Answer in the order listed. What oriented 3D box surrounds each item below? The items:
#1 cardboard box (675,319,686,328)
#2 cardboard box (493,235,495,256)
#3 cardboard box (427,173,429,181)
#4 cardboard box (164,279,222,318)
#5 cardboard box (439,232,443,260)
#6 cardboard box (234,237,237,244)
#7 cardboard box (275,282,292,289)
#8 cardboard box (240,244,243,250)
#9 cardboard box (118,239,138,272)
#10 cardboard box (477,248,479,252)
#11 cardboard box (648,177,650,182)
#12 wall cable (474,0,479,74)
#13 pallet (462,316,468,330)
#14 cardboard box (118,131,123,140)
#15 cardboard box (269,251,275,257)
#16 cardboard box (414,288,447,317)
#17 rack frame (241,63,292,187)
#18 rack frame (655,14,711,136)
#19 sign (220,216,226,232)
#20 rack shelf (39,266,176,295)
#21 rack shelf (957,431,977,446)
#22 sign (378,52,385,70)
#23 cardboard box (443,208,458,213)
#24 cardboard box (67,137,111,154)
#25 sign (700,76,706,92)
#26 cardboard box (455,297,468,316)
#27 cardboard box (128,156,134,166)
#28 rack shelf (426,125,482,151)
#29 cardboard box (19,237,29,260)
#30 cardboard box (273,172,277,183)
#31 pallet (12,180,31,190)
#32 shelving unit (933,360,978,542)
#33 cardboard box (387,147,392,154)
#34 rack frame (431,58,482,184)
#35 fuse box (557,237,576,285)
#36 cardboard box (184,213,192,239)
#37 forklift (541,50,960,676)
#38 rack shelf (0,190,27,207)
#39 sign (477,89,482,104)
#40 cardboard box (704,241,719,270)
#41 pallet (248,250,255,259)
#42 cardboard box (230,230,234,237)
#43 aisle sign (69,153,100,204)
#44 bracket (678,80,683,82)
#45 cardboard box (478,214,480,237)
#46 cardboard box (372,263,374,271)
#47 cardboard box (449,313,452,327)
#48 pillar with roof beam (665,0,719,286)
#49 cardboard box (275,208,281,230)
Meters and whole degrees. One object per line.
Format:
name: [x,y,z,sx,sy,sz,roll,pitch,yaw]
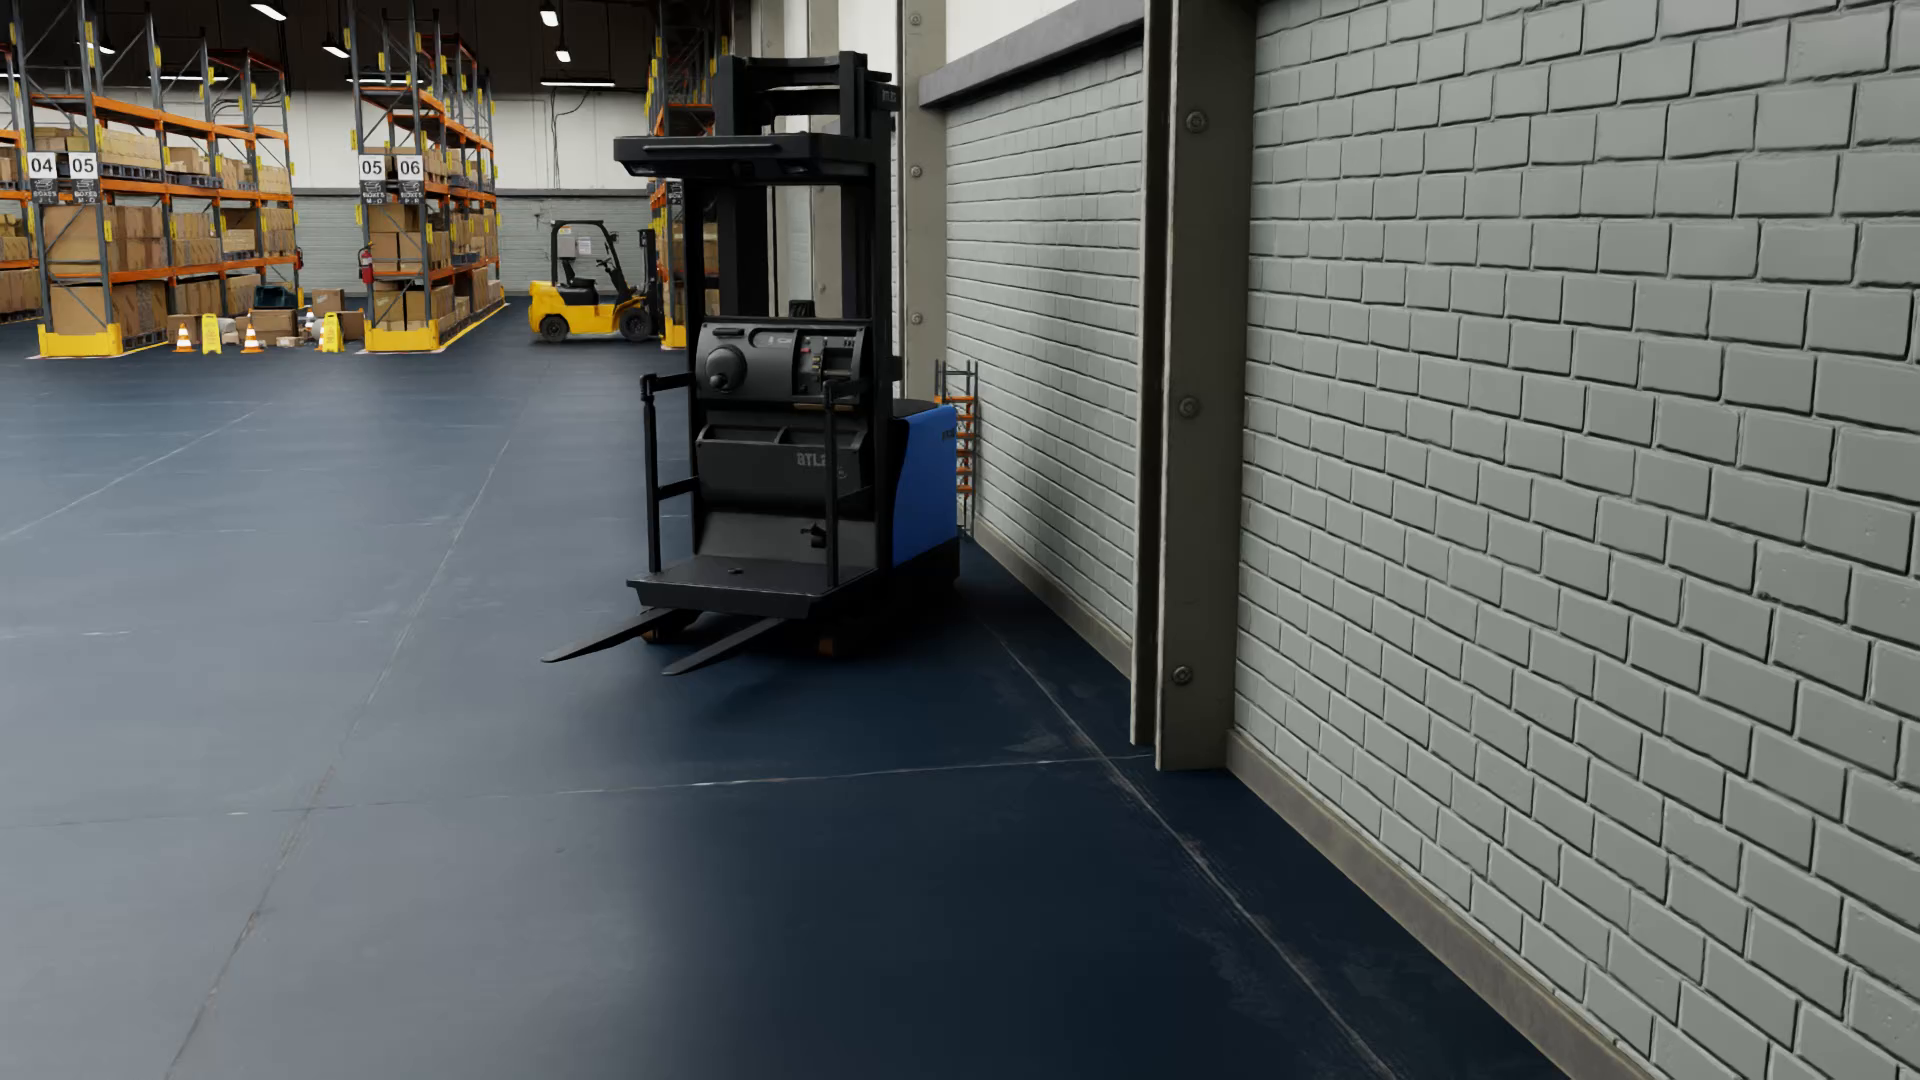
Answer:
cardboard box: [-4.929,-3.787,29.302,0.500,0.250,0.500,-2,11,-11]
cardboard box: [-11.962,-7.394,41.753,0.500,0.500,0.500,-2,11,-9]
cardboard box: [-9.427,-6.286,28.851,0.380,0.149,0.250,-2,11,-13]
cardboard box: [-15.758,-4.931,33.972,1.050,0.750,0.750,-2,11,-12]
cardboard box: [-9.527,-5.249,29.690,0.500,0.500,0.500,-2,11,-12]
cardboard box: [-15.937,-6.505,36.106,0.380,0.149,0.250,-2,11,-12]
cardboard box: [-16.825,-6.331,41.346,0.380,0.149,0.250,-2,11,-12]
cardboard box: [-16.038,-6.456,36.644,0.380,0.149,0.250,-2,11,-9]
cardboard box: [-14.463,-4.825,28.121,0.875,0.550,0.550,-2,11,-11]
cardboard box: [-11.113,-6.448,37.455,0.500,0.250,0.500,-2,11,-11]
cardboard box: [-7.178,-8.545,39.329,0.380,0.149,0.250,-2,11,-10]
wall cable: [-14.918,-14.793,47.204,2.355,3.000,0.029,-2,11,-11]
pallet: [-10.568,-4.406,33.783,1.003,0.211,1.213,-2,11,-11]
cardboard box: [-14.182,-6.734,27.679,0.380,0.149,0.250,-2,11,-12]
cardboard box: [-16.559,-6.809,39.619,0.380,0.149,0.250,-2,11,-10]
cardboard box: [-9.483,-4.250,29.728,0.500,0.500,0.500,-2,11,-10]
rack frame: [-17.344,-10.359,41.553,1.000,3.000,0.127,-2,11,-11]
rack frame: [-5.306,-8.538,31.985,1.000,3.000,0.127,-2,11,-11]
sign: [-15.244,-6.534,34.406,0.100,0.325,0.005,-2,11,-11]
rack shelf: [-14.621,-4.491,28.691,1.077,0.370,4.000,-2,11,-11]
rack shelf: [-0.034,-0.664,11.042,0.258,0.103,0.180,-1,10,-16]
sign: [-10.717,-8.872,30.819,0.100,0.325,0.005,-2,11,-11]
cardboard box: [-12.102,-7.780,39.375,0.380,0.149,0.250,-2,11,-12]
cardboard box: [-14.074,-6.376,26.868,0.500,0.250,0.500,-2,11,-11]
sign: [-5.540,-9.829,35.847,0.100,0.325,0.005,-2,11,-11]
cardboard box: [-10.701,-4.819,34.399,0.950,0.372,0.625,-2,11,-12]
cardboard box: [-14.280,-6.435,28.244,0.380,0.149,0.250,-2,11,-10]
rack shelf: [-11.341,-8.907,36.919,1.077,0.370,4.000,-2,11,-11]
cardboard box: [-21.092,-6.489,37.002,0.500,0.500,0.500,-2,11,-11]
cardboard box: [-16.720,-8.701,39.931,0.500,0.250,0.500,-3,11,-13]
pallet: [-21.600,-8.097,37.928,1.003,0.211,1.213,-2,11,-11]
shelving unit: [-0.036,-0.590,11.054,0.258,1.200,0.189,-1,10,-16]
cardboard box: [-9.764,-6.517,27.933,0.380,0.149,0.250,-2,11,-10]
rack frame: [-11.730,-9.824,38.742,1.000,3.000,0.127,-2,11,-11]
fuse box: [-11.539,-8.060,48.968,0.539,1.711,0.414,-2,11,-11]
cardboard box: [-15.409,-6.121,32.394,0.700,0.500,0.500,-2,11,-12]
forklift: [-0.991,-0.940,8.297,1.130,2.935,3.031,4,11,20]
rack shelf: [-21.062,-7.269,35.269,1.077,0.370,4.000,-2,11,-11]
sign: [-11.200,-10.343,38.762,0.100,0.325,0.005,-2,11,-11]
cardboard box: [-4.352,-5.007,29.213,0.500,0.500,0.500,-2,11,-9]
pallet: [-16.560,-6.438,37.513,1.003,0.211,1.213,-2,11,-11]
cardboard box: [-15.892,-6.604,35.828,0.380,0.149,0.250,-2,11,-8]
aisle sign: [-13.924,-5.752,26.442,0.394,0.787,0.004,-2,11,-11]
bracket: [-8.170,-13.532,48.598,0.235,0.232,0.430,-2,11,-11]
cardboard box: [-11.210,-7.156,37.828,0.500,0.500,0.500,-2,11,-9]
cardboard box: [-9.837,-4.655,28.306,0.380,0.149,0.250,-2,11,-12]
cardboard box: [-9.682,-4.069,30.782,0.500,0.250,0.500,-2,11,-13]
pillar with roof beam: [-10.336,-10.009,39.715,9.100,9.000,0.548,-2,11,-11]
cardboard box: [-16.696,-7.738,40.093,0.500,0.500,0.500,-3,11,-13]
